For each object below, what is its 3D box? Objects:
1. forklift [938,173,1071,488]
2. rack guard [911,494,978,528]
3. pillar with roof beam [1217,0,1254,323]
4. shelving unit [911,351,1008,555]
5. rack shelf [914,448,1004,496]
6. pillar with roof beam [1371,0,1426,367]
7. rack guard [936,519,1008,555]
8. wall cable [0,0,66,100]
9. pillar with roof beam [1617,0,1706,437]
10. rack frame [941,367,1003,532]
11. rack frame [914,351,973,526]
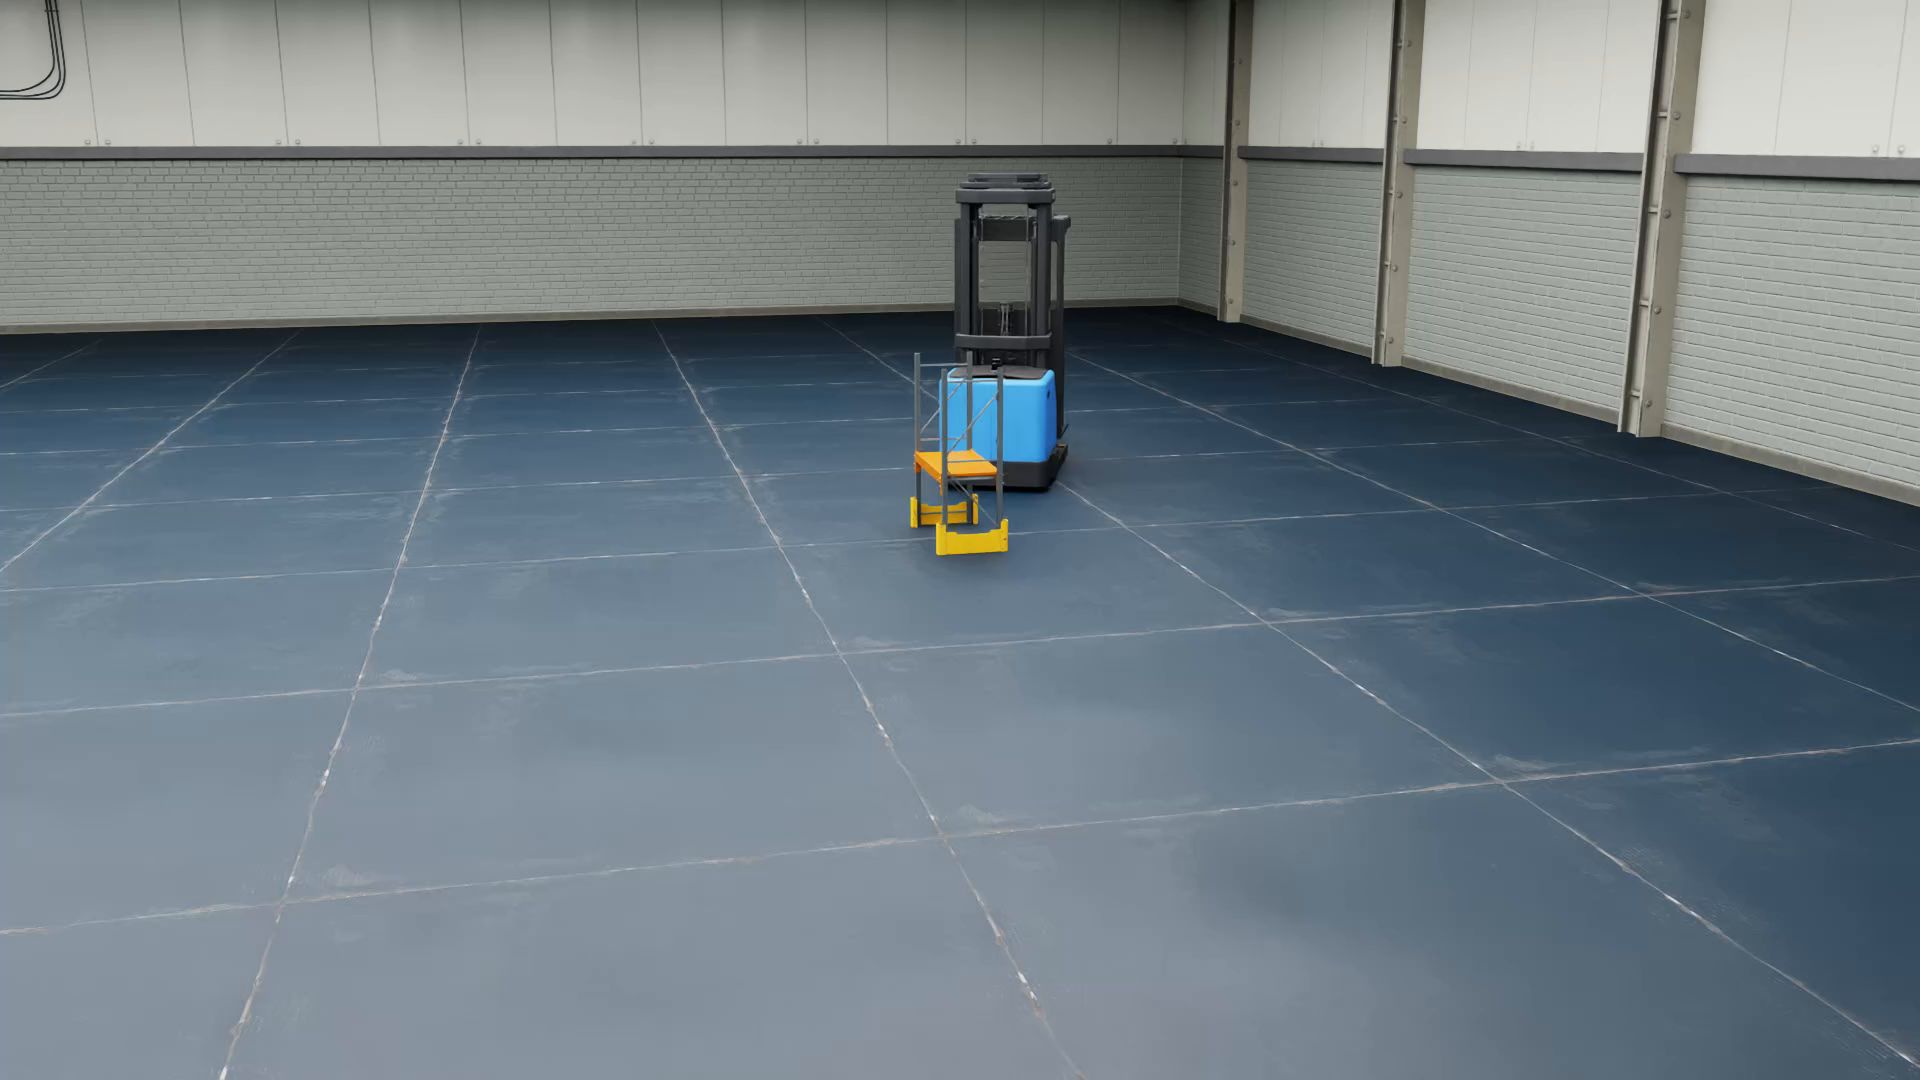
[{"bbox_3d":[0.527,-2.220,16.839,1.130,2.935,3.031,2,14,9],"label":"forklift"},{"bbox_3d":[-0.135,-0.254,14.440,0.587,0.250,0.087,-3,14,-13],"label":"rack guard"},{"bbox_3d":[0.705,-8.104,28.139,9.100,9.000,0.400,-3,14,-13],"label":"pillar with roof beam"},{"bbox_3d":[-0.018,-0.746,13.821,0.587,1.500,1.083,-3,14,-13],"label":"shelving unit"},{"bbox_3d":[-0.020,-0.574,13.872,0.538,0.185,1.000,-3,14,-13],"label":"rack shelf"},{"bbox_3d":[2.114,-6.720,22.473,9.100,9.000,0.400,-3,14,-13],"label":"pillar with roof beam"},{"bbox_3d":[0.099,-0.024,13.499,0.587,0.250,0.087,-3,14,-13],"label":"rack guard"},{"bbox_3d":[-15.904,-9.519,26.765,2.305,6.003,0.169,-3,14,-13],"label":"wall cable"},{"bbox_3d":[3.523,-5.336,16.808,9.100,9.000,0.400,-3,14,-13],"label":"pillar with roof beam"},{"bbox_3d":[0.099,-0.631,13.350,0.500,1.500,0.032,-3,14,-13],"label":"rack frame"},{"bbox_3d":[-0.139,-0.866,14.310,0.500,1.500,0.032,-3,14,-13],"label":"rack frame"}]
